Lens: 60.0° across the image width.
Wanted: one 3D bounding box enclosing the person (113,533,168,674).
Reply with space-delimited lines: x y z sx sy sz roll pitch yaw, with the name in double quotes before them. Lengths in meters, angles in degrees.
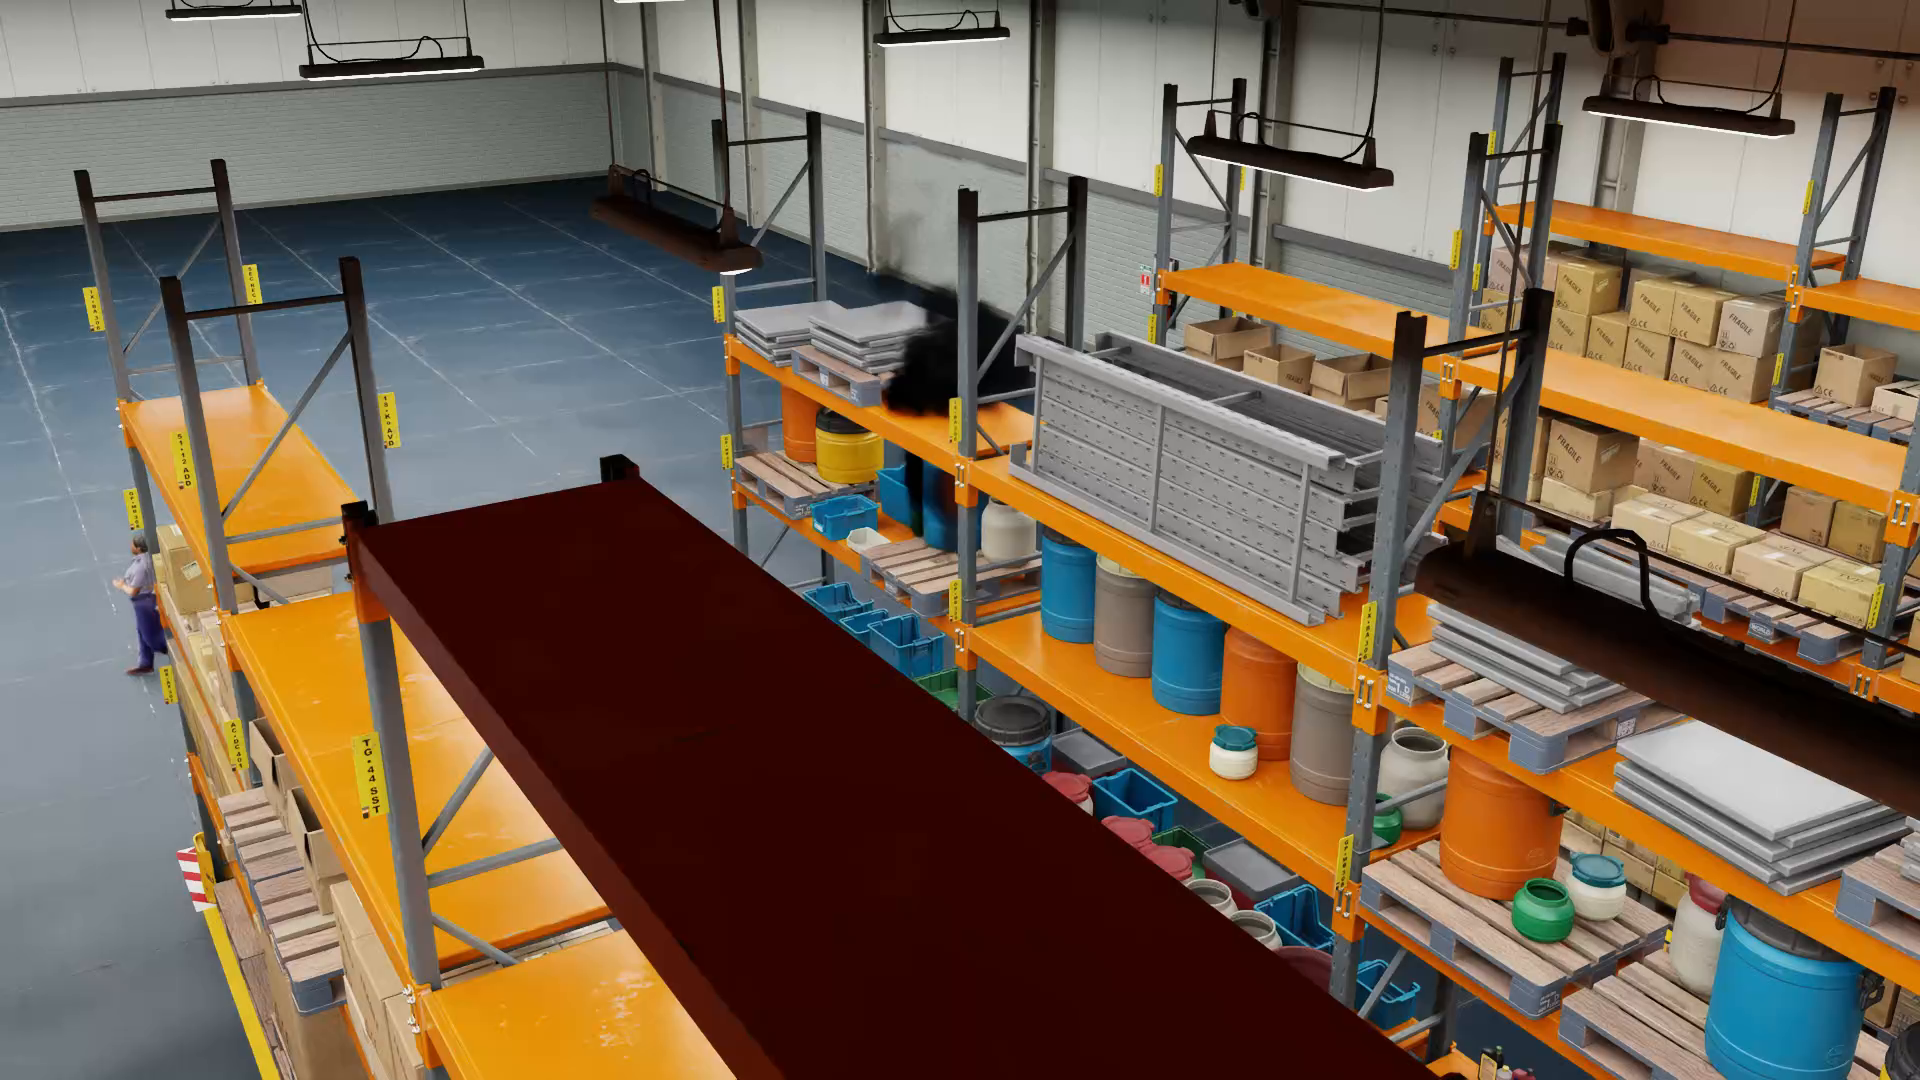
"person" -8.490 0.696 17.465 0.889 1.604 0.615 0 22 -1
